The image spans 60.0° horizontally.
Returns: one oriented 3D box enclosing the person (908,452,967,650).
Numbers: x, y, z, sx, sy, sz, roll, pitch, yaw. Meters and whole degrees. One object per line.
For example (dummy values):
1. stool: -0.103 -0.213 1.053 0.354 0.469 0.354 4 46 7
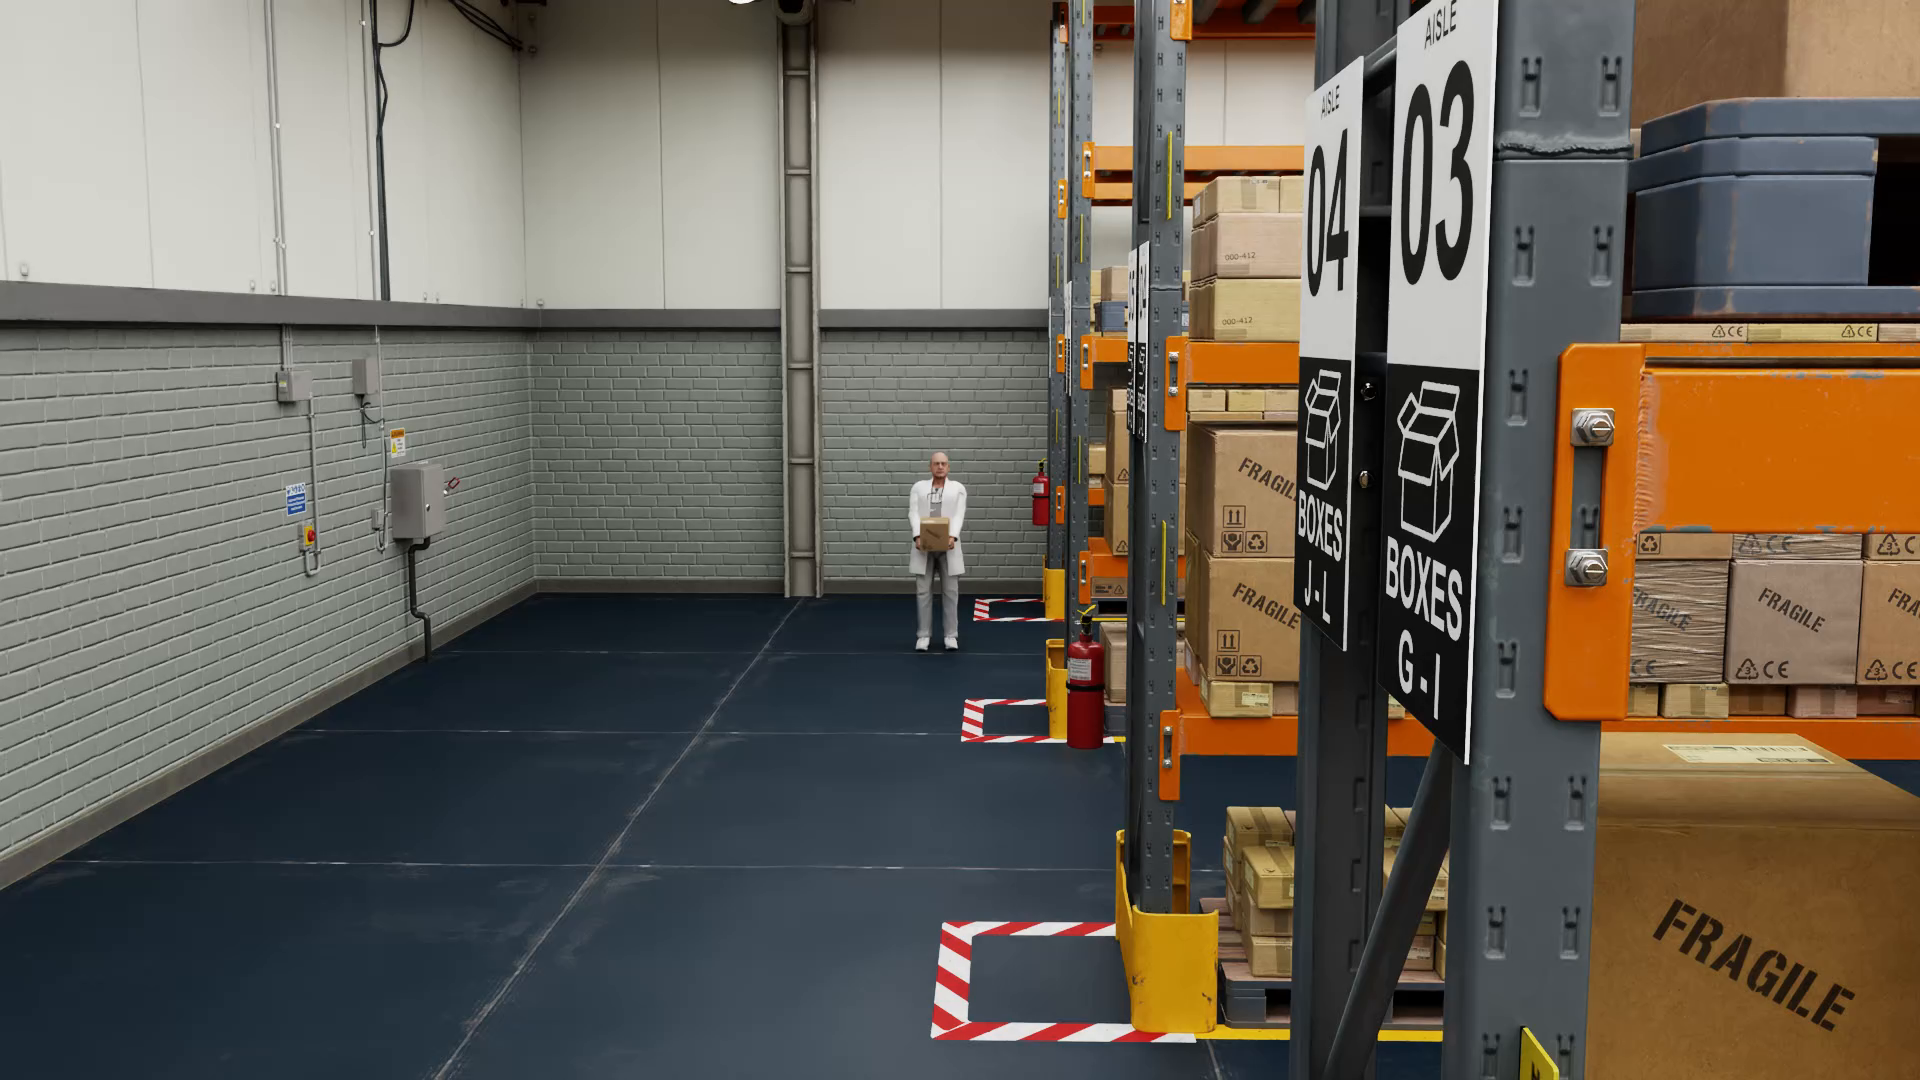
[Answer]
1. person: -0.206 0.107 14.985 0.527 1.769 0.563 0 7 2
